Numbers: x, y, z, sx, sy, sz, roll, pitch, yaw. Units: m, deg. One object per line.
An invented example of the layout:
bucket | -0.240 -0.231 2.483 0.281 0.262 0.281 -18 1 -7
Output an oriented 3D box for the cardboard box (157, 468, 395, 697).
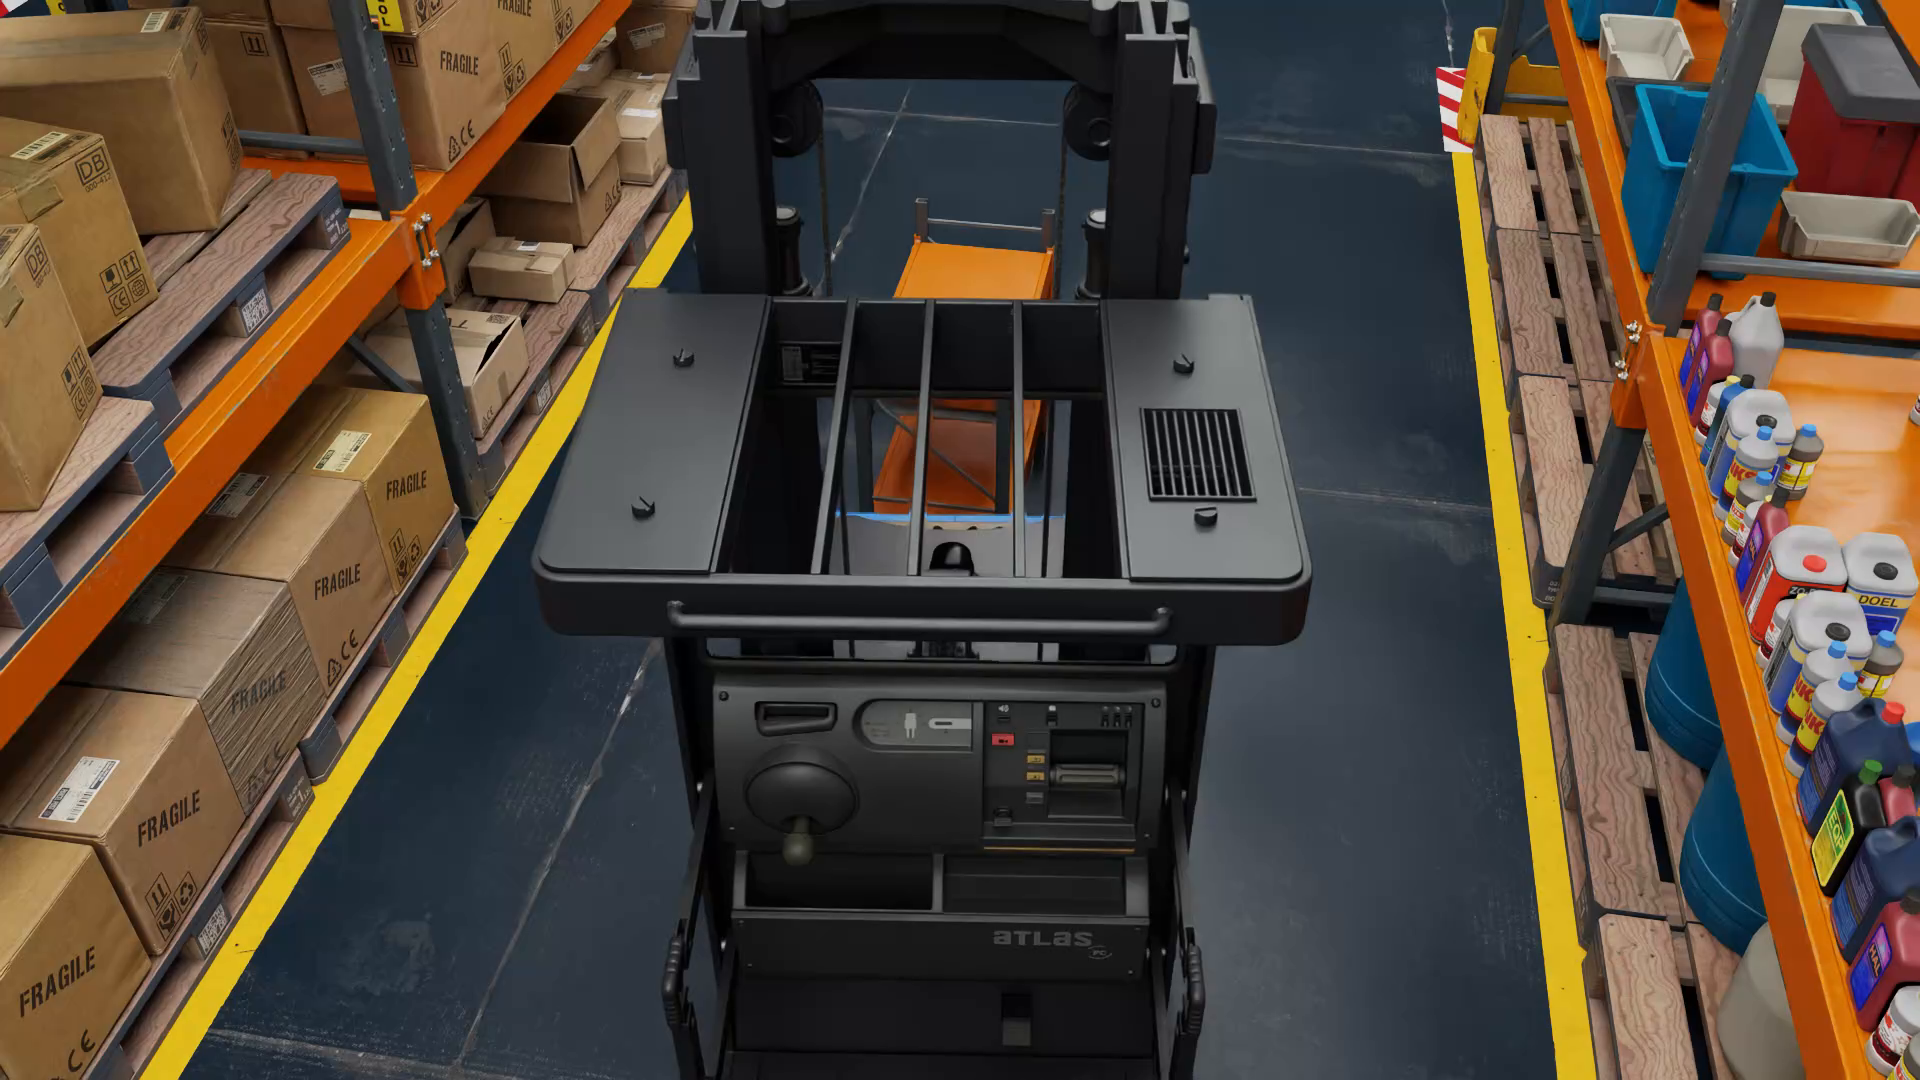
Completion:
cardboard box | -2.214 0.129 5.356 0.500 0.500 0.500 7 40 8

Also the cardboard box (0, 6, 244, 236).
cardboard box | -2.619 -1.243 4.992 0.700 0.500 0.500 -6 40 -7

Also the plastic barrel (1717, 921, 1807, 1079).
plastic barrel | 2.142 1.158 4.118 0.421 0.512 0.421 0 40 0

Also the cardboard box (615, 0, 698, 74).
cardboard box | -1.476 -2.664 8.734 0.500 0.500 0.500 6 40 8

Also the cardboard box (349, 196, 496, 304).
cardboard box | -2.368 -1.308 7.243 0.500 0.311 0.500 6 40 8

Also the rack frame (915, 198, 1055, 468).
rack frame | 0.089 -0.757 6.283 0.500 1.125 0.032 6 40 8

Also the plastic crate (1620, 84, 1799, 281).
plastic crate | 2.306 -1.114 5.209 0.392 0.384 0.575 6 40 8

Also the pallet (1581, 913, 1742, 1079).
pallet | 2.178 1.555 4.203 1.003 0.211 1.213 6 40 8

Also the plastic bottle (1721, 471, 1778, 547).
plastic bottle | 1.978 -0.081 4.150 0.097 0.201 0.097 0 40 0

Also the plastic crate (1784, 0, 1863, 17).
plastic crate | 3.150 -1.919 6.301 0.416 0.233 0.300 6 40 8

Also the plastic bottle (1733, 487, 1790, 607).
plastic bottle | 1.924 0.018 3.965 0.061 0.283 0.133 6 40 8

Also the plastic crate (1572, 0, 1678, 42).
plastic crate | 2.606 -2.103 6.523 0.416 0.233 0.300 6 40 8

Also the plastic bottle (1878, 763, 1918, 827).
plastic bottle | 1.831 0.577 3.289 0.061 0.283 0.133 6 40 8

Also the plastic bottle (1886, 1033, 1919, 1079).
plastic bottle | 1.698 0.937 2.918 0.097 0.201 0.097 0 40 0

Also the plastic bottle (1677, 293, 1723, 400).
plastic bottle | 2.077 -0.539 4.639 0.061 0.283 0.133 6 40 8

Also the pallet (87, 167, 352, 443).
pallet | -2.563 -0.752 4.956 1.003 0.211 1.213 6 40 8

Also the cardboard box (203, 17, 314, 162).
cardboard box | -2.483 -1.696 5.869 0.500 0.500 0.500 7 40 8

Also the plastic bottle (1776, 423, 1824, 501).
plastic bottle | 2.168 -0.210 4.306 0.097 0.201 0.097 0 40 0

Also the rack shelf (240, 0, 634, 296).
rack shelf | -1.971 -2.293 7.234 1.077 0.370 4.000 6 40 8

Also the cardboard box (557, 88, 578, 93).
cardboard box | -2.171 -1.998 8.125 0.500 0.250 0.500 6 40 8

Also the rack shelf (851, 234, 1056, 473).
rack shelf | 0.001 -0.663 5.710 0.538 0.278 1.000 6 40 8

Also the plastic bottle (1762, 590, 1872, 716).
plastic bottle | 1.905 0.256 3.684 0.152 0.276 0.135 6 40 8

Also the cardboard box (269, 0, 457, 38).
cardboard box | -1.958 -2.004 5.457 0.500 0.500 0.500 7 40 9

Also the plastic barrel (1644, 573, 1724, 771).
plastic barrel | 2.450 0.219 4.948 0.600 0.901 0.708 6 40 8

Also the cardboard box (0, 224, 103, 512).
cardboard box | -2.562 -0.400 3.972 0.700 0.500 0.500 -3 40 -4

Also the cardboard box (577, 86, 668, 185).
cardboard box | -1.670 -1.974 8.097 0.500 0.250 0.500 6 40 8

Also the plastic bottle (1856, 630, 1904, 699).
plastic bottle | 2.031 0.287 3.705 0.097 0.201 0.097 0 40 0

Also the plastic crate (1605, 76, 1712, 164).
plastic crate | 2.490 -1.416 5.778 0.437 0.125 0.590 6 40 8

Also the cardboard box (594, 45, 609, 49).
cardboard box | -2.079 -2.522 8.824 0.380 0.166 0.250 6 40 8

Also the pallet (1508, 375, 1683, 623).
pallet | 2.650 -0.158 6.275 1.003 0.211 1.213 6 40 8

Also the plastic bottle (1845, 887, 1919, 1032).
plastic bottle | 1.716 0.770 3.056 0.061 0.283 0.133 6 40 8

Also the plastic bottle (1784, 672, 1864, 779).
plastic bottle | 1.841 0.389 3.527 0.097 0.271 0.097 0 40 0

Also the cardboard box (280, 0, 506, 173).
cardboard box | -1.960 -1.644 5.806 0.500 0.500 0.500 7 40 9

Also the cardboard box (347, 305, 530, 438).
cardboard box | -2.031 -0.688 6.493 0.500 0.311 0.500 6 40 8

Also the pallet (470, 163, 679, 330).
pallet | -1.988 -1.439 7.826 1.003 0.211 1.213 6 40 8

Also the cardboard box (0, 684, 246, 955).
cardboard box | -2.387 0.763 4.589 0.500 0.500 0.500 5 40 6

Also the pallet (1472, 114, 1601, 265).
pallet | 3.072 -1.689 8.128 1.003 0.211 1.213 6 40 8

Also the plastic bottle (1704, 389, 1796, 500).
plastic bottle | 2.042 -0.241 4.285 0.152 0.276 0.135 6 40 8

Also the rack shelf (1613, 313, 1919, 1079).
rack shelf | 2.215 0.765 3.535 1.077 0.370 4.000 6 40 8

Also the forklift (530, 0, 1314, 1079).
forklift | -0.045 0.557 3.276 1.130 2.935 3.031 1 40 1

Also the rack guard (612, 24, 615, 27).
rack guard | -1.638 -2.815 9.262 1.175 0.500 0.348 6 40 8

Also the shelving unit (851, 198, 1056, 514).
shelving unit | 0.001 -0.438 5.897 0.538 1.125 1.048 6 40 8

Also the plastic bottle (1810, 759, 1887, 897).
plastic bottle | 1.772 0.570 3.298 0.061 0.283 0.133 6 40 8

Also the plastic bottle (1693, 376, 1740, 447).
plastic bottle | 2.052 -0.349 4.474 0.097 0.201 0.097 0 40 0

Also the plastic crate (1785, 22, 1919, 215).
plastic crate | 2.963 -1.347 5.428 0.402 0.464 0.583 6 40 8

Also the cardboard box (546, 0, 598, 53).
cardboard box | -1.786 -2.279 6.574 0.500 0.500 0.500 6 40 7

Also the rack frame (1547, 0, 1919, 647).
rack frame | 2.561 -0.767 4.824 1.000 3.000 0.127 6 40 8

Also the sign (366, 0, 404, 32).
sign | -1.770 -1.703 5.047 0.100 0.325 0.005 6 40 8

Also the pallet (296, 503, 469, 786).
pallet | -2.420 0.274 5.753 1.003 0.211 1.213 6 40 8
